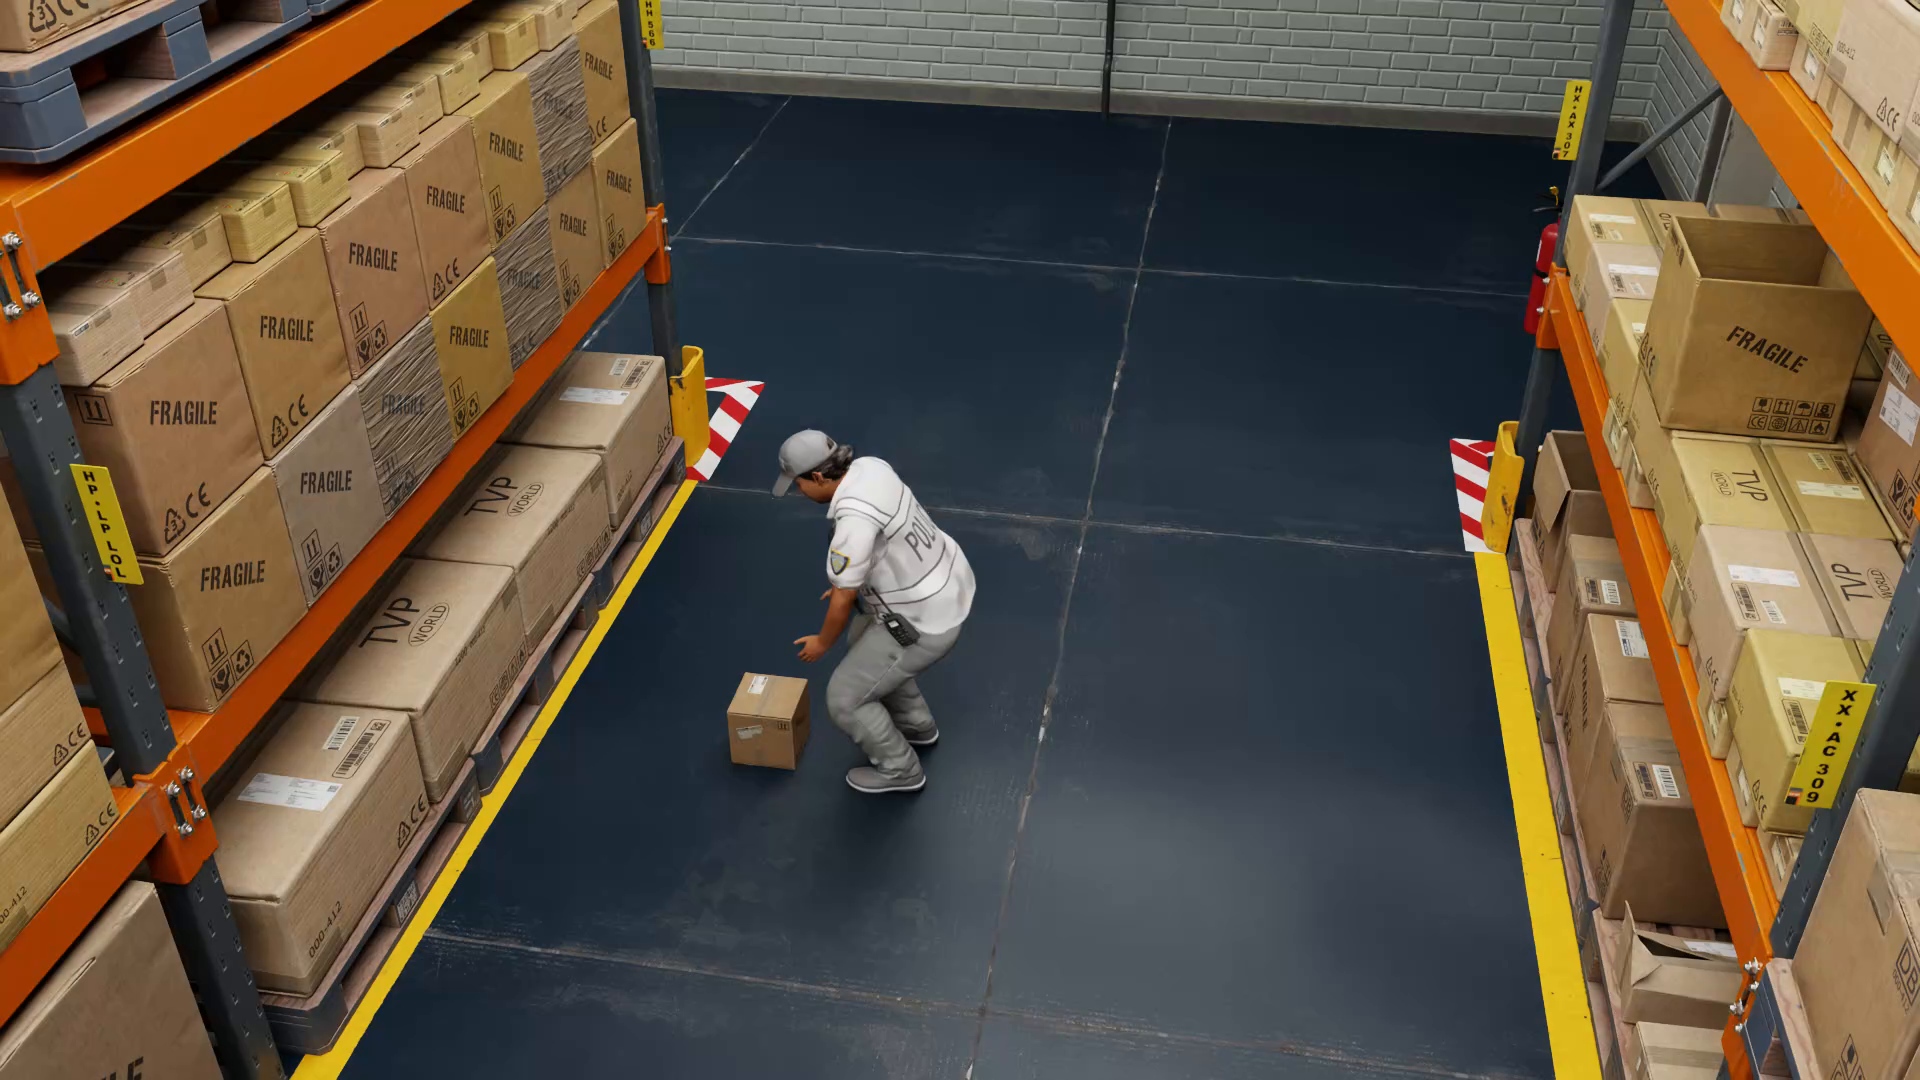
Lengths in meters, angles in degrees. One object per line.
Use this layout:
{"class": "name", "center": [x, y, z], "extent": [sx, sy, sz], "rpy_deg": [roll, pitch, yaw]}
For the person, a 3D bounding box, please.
{"class": "person", "center": [-0.301, 0.260, 5.956], "extent": [0.691, 1.432, 0.532], "rpy_deg": [6, 33, 9]}
